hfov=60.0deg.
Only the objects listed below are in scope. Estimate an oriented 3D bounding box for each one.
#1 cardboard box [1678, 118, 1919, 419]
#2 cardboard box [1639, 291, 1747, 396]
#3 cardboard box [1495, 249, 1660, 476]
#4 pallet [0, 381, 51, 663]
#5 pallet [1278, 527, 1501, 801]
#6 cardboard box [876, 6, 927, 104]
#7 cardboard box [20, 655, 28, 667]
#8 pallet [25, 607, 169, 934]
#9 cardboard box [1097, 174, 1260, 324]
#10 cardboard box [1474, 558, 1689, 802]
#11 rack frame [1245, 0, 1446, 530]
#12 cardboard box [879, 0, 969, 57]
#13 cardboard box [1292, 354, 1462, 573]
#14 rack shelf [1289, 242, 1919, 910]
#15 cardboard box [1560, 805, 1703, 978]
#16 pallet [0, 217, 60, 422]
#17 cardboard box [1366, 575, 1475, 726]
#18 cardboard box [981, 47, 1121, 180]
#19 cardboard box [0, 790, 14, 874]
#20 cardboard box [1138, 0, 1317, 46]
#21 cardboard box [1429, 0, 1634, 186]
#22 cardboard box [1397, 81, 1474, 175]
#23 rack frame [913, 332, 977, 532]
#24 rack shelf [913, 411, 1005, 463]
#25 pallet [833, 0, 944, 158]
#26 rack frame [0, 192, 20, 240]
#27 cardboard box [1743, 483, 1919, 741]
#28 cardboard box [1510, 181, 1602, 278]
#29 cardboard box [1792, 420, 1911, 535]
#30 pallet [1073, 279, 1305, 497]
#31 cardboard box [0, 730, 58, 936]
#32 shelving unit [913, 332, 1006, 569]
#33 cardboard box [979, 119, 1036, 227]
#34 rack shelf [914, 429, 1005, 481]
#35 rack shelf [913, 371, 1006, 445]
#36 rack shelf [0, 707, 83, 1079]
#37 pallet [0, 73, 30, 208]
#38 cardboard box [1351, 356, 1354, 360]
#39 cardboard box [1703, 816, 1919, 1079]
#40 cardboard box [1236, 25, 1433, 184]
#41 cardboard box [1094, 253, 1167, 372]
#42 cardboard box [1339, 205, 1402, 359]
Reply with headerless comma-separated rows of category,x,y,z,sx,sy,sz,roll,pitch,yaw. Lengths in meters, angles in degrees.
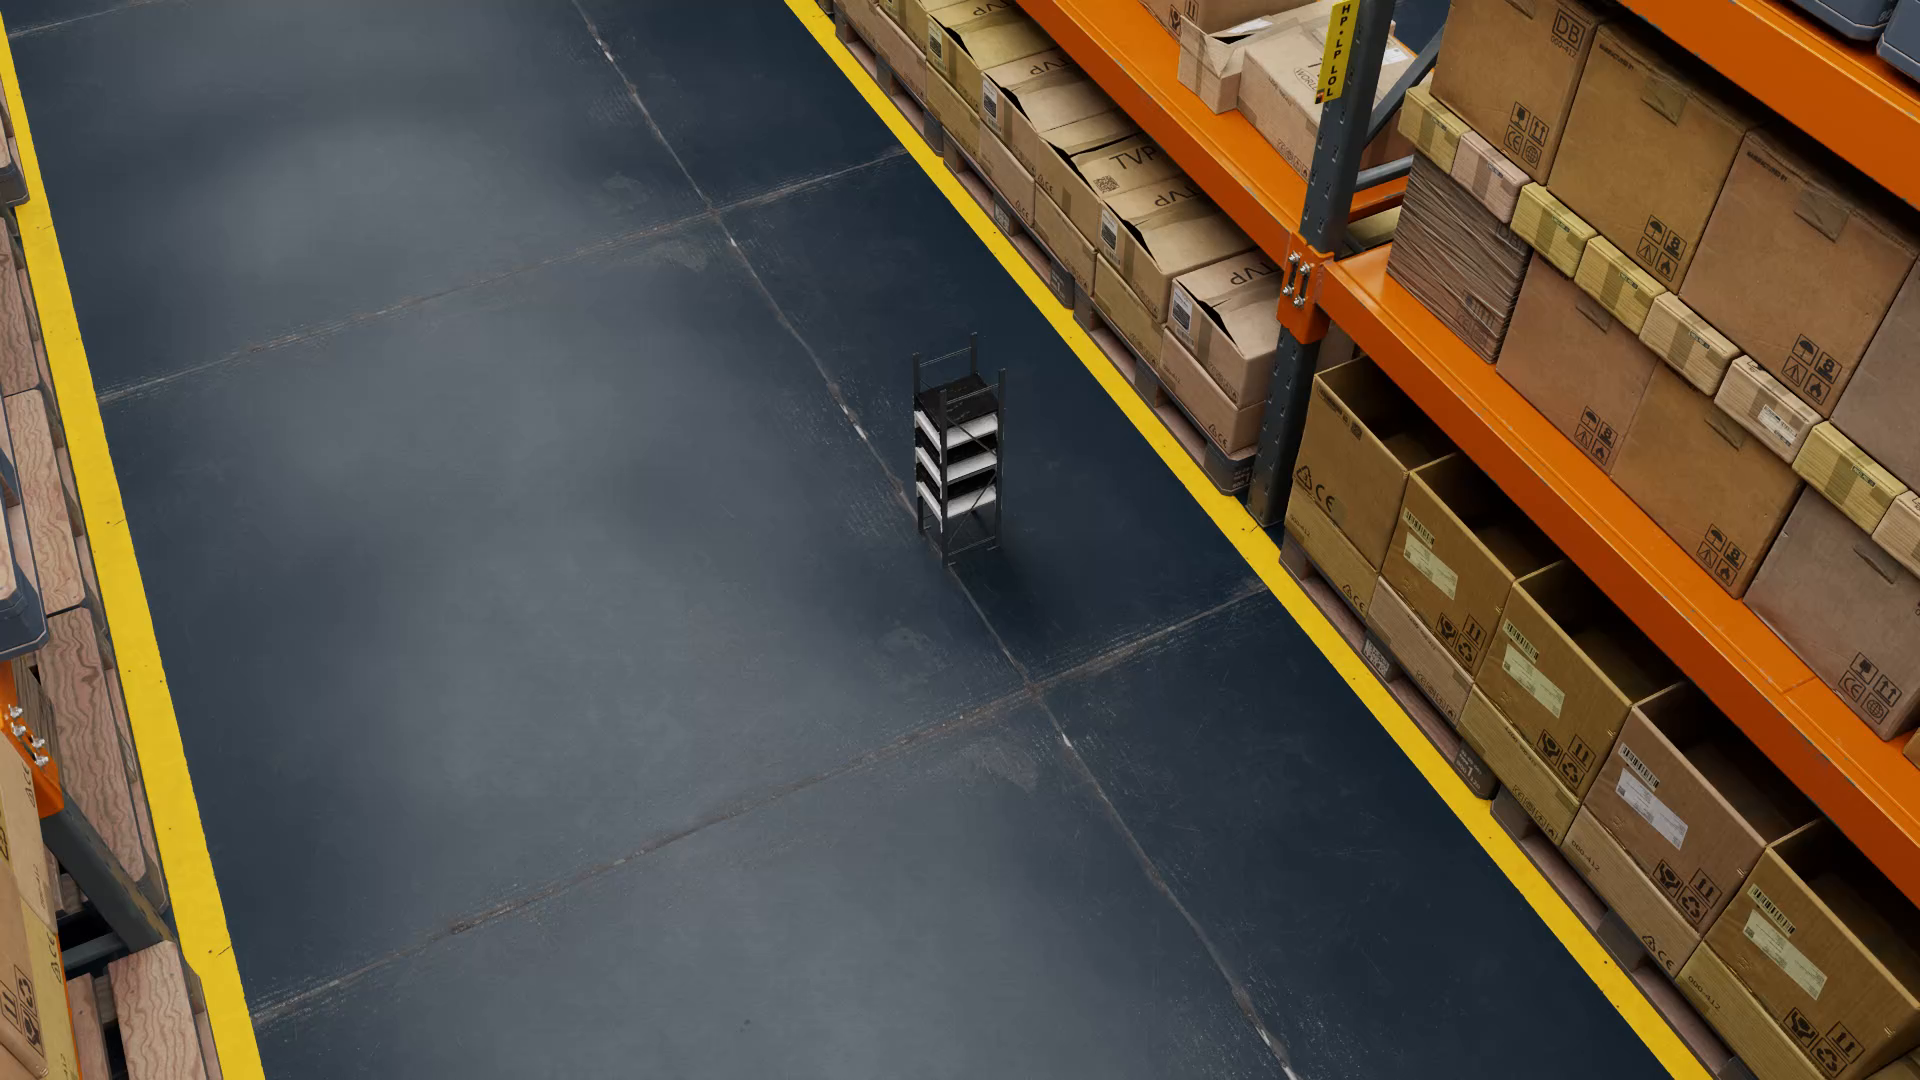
cardboard box,2.230,-0.731,3.968,0.700,0.500,0.500,-21,52,-18
cardboard box,1.980,-0.555,4.245,0.380,0.149,0.250,-23,53,-19
cardboard box,2.017,-0.626,4.738,0.700,0.500,0.500,-22,52,-18
pallet,-3.063,-0.028,4.409,1.003,0.211,1.213,-21,52,-18
pallet,1.887,0.226,5.912,1.003,0.211,1.213,-21,52,-18
cardboard box,-0.060,-2.361,7.870,0.500,0.250,0.500,-23,53,-19
cardboard box,-3.475,0.333,5.335,0.700,0.500,0.500,-22,52,-18
pallet,-3.200,0.868,5.351,1.003,0.211,1.213,-21,52,-18
cardboard box,0.877,-1.175,6.460,0.500,0.311,0.500,-20,52,-17
cardboard box,1.952,0.369,4.984,0.500,0.500,0.500,-21,52,-18
rack frame,1.561,-1.239,5.341,1.000,3.000,0.127,-21,52,-18
cardboard box,-0.043,-2.533,7.648,0.500,0.311,0.500,-22,52,-18
cardboard box,1.495,-0.300,5.569,0.500,0.500,0.500,-21,52,-18
rack shelf,2.476,0.337,4.441,1.077,0.370,4.000,-21,52,-18
cardboard box,2.186,0.949,4.975,0.500,0.250,0.500,-21,52,-18
pallet,-4.316,-0.765,6.779,1.003,0.211,1.213,-21,52,-18
cardboard box,1.728,0.280,5.560,0.500,0.250,0.500,-21,52,-18
cardboard box,0.424,-1.847,7.048,0.500,0.311,0.500,-22,52,-18
cardboard box,-2.351,0.476,3.429,0.500,0.500,0.500,-21,52,-18
cardboard box,0.983,-2.144,6.066,0.500,0.500,0.500,-18,51,-15
cardboard box,1.769,-1.404,4.557,0.700,0.500,0.500,-21,52,-17
cardboard box,1.512,-1.239,4.843,0.380,0.149,0.250,-21,52,-18
rack frame,-0.050,-0.370,5.976,0.240,0.900,0.006,-21,52,-18
rack shelf,-0.004,-0.398,5.806,0.258,0.077,0.200,-21,52,-18
pallet,0.072,-2.433,8.238,1.003,0.211,1.213,-21,52,-18
rack frame,-4.673,-2.207,6.188,1.000,3.000,0.127,-21,52,-18
cardboard box,2.478,0.054,4.144,0.700,0.500,0.500,-20,52,-16
cardboard box,1.746,-0.898,4.546,0.380,0.149,0.250,-22,53,-18
cardboard box,2.224,-0.203,3.937,0.380,0.149,0.250,-22,52,-18
pallet,1.189,-0.800,6.810,1.003,0.211,1.213,-21,52,-18
cardboard box,-2.356,0.726,3.709,0.500,0.250,0.500,-21,52,-17
shelving unit,-0.004,-0.302,5.916,0.258,0.900,0.210,-21,52,-18
cardboard box,0.417,-1.672,7.267,0.500,0.250,0.500,-20,52,-17
rack shelf,-0.004,-0.339,5.873,0.258,0.077,0.200,-21,52,-18
rack shelf,-0.004,-0.458,5.738,0.258,0.077,0.200,-21,52,-18
rack shelf,-1.927,2.046,2.946,1.077,0.370,4.000,-21,52,-18
pallet,-4.966,-1.843,7.721,1.003,0.211,1.213,-21,52,-18
cardboard box,1.597,-0.827,6.528,0.500,0.250,0.500,-22,52,-18
cardboard box,2.411,1.038,4.399,0.500,0.500,0.500,-21,52,-18
cardboard box,1.297,-1.504,5.672,0.500,0.250,0.500,-18,51,-15
cardboard box,0.883,-0.989,6.670,0.500,0.250,0.500,-22,52,-18
cardboard box,1.593,-1.019,6.323,0.500,0.311,0.500,-21,52,-17
